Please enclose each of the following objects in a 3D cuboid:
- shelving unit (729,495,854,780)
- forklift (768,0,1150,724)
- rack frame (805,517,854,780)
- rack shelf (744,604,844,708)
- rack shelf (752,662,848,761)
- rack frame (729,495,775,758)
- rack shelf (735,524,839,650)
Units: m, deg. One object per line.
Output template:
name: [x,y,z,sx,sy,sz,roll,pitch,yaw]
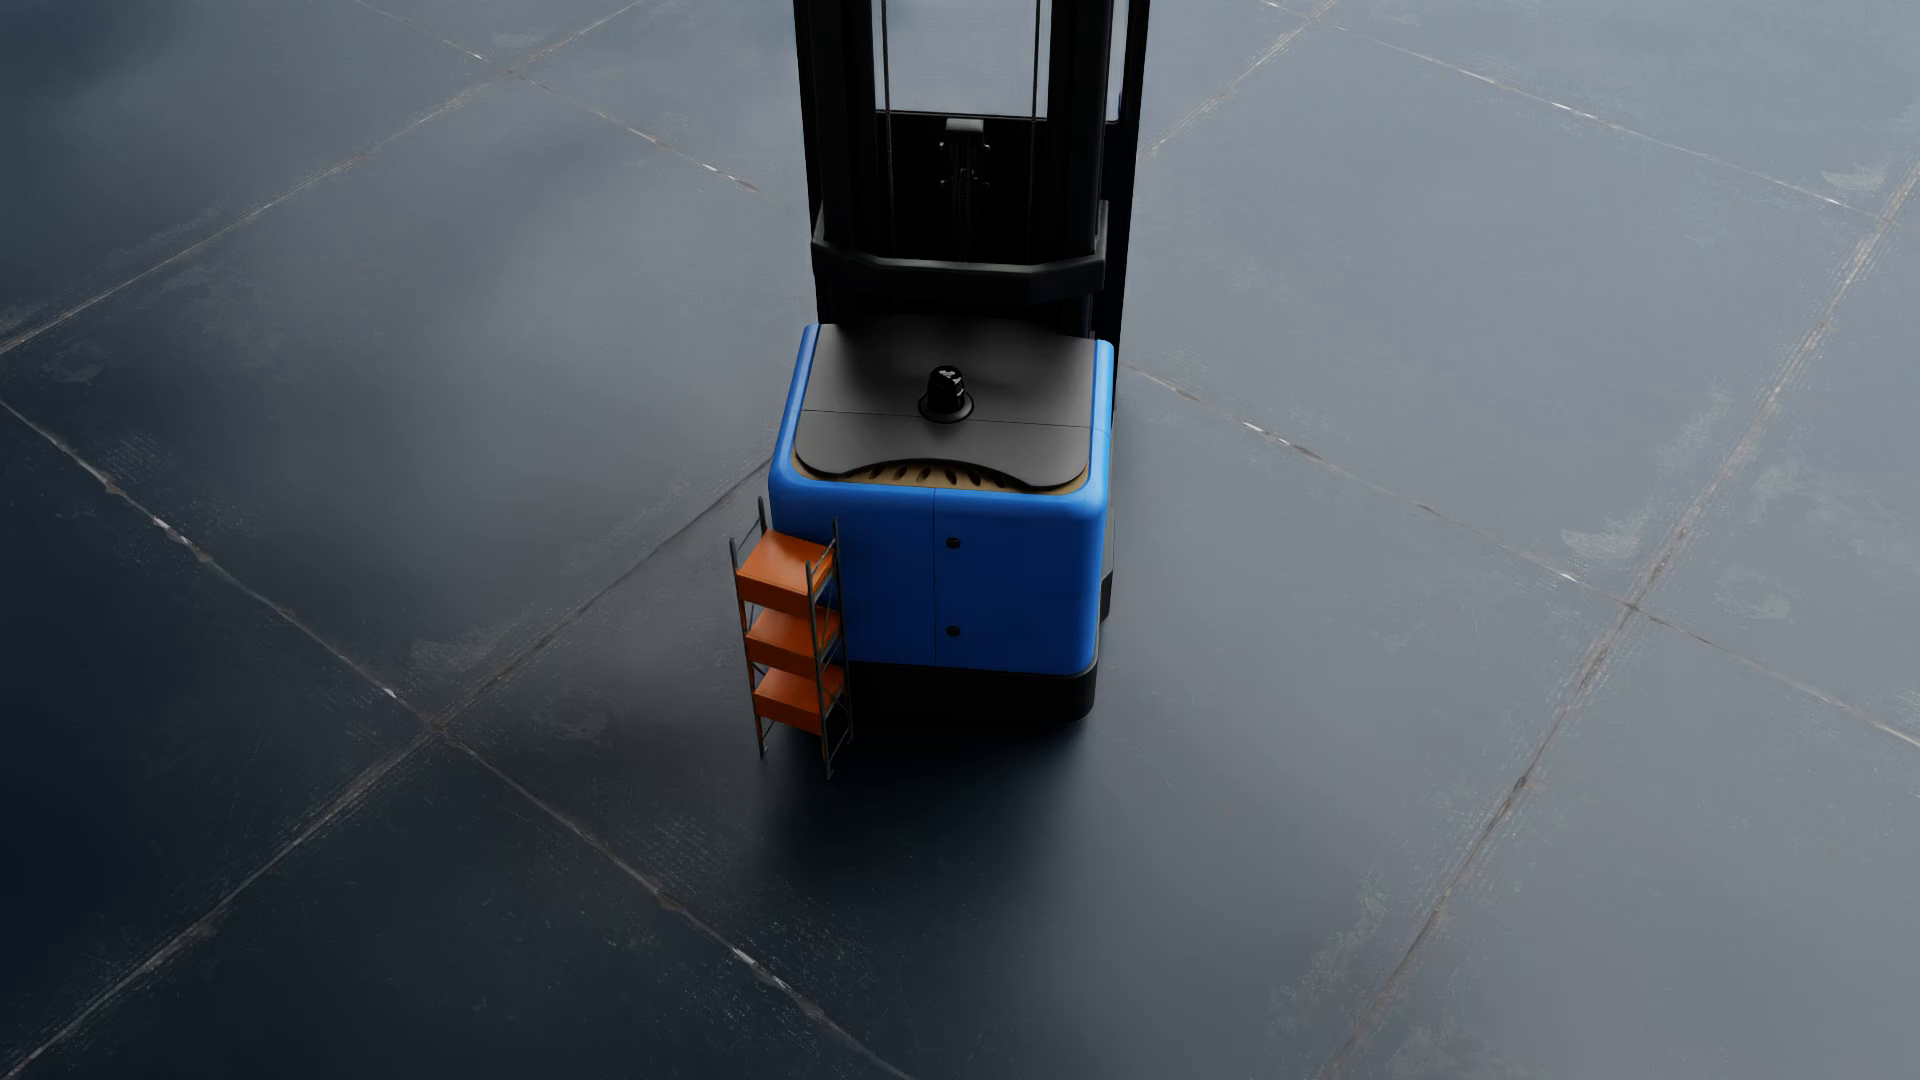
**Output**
shelving unit: [-0.513,0.330,5.208,0.252,1.050,0.215,16,48,15]
forklift: [0.057,-1.466,5.623,1.130,2.935,3.031,4,46,4]
rack frame: [-0.400,0.363,5.177,0.008,1.050,0.200,16,48,15]
rack shelf: [-0.513,0.338,5.216,0.240,0.259,0.215,16,48,15]
rack shelf: [-0.513,0.530,5.417,0.240,0.259,0.215,16,48,15]
rack frame: [-0.626,0.297,5.240,0.008,1.050,0.200,16,48,15]
rack shelf: [-0.513,0.142,5.011,0.240,0.259,0.215,16,48,15]
